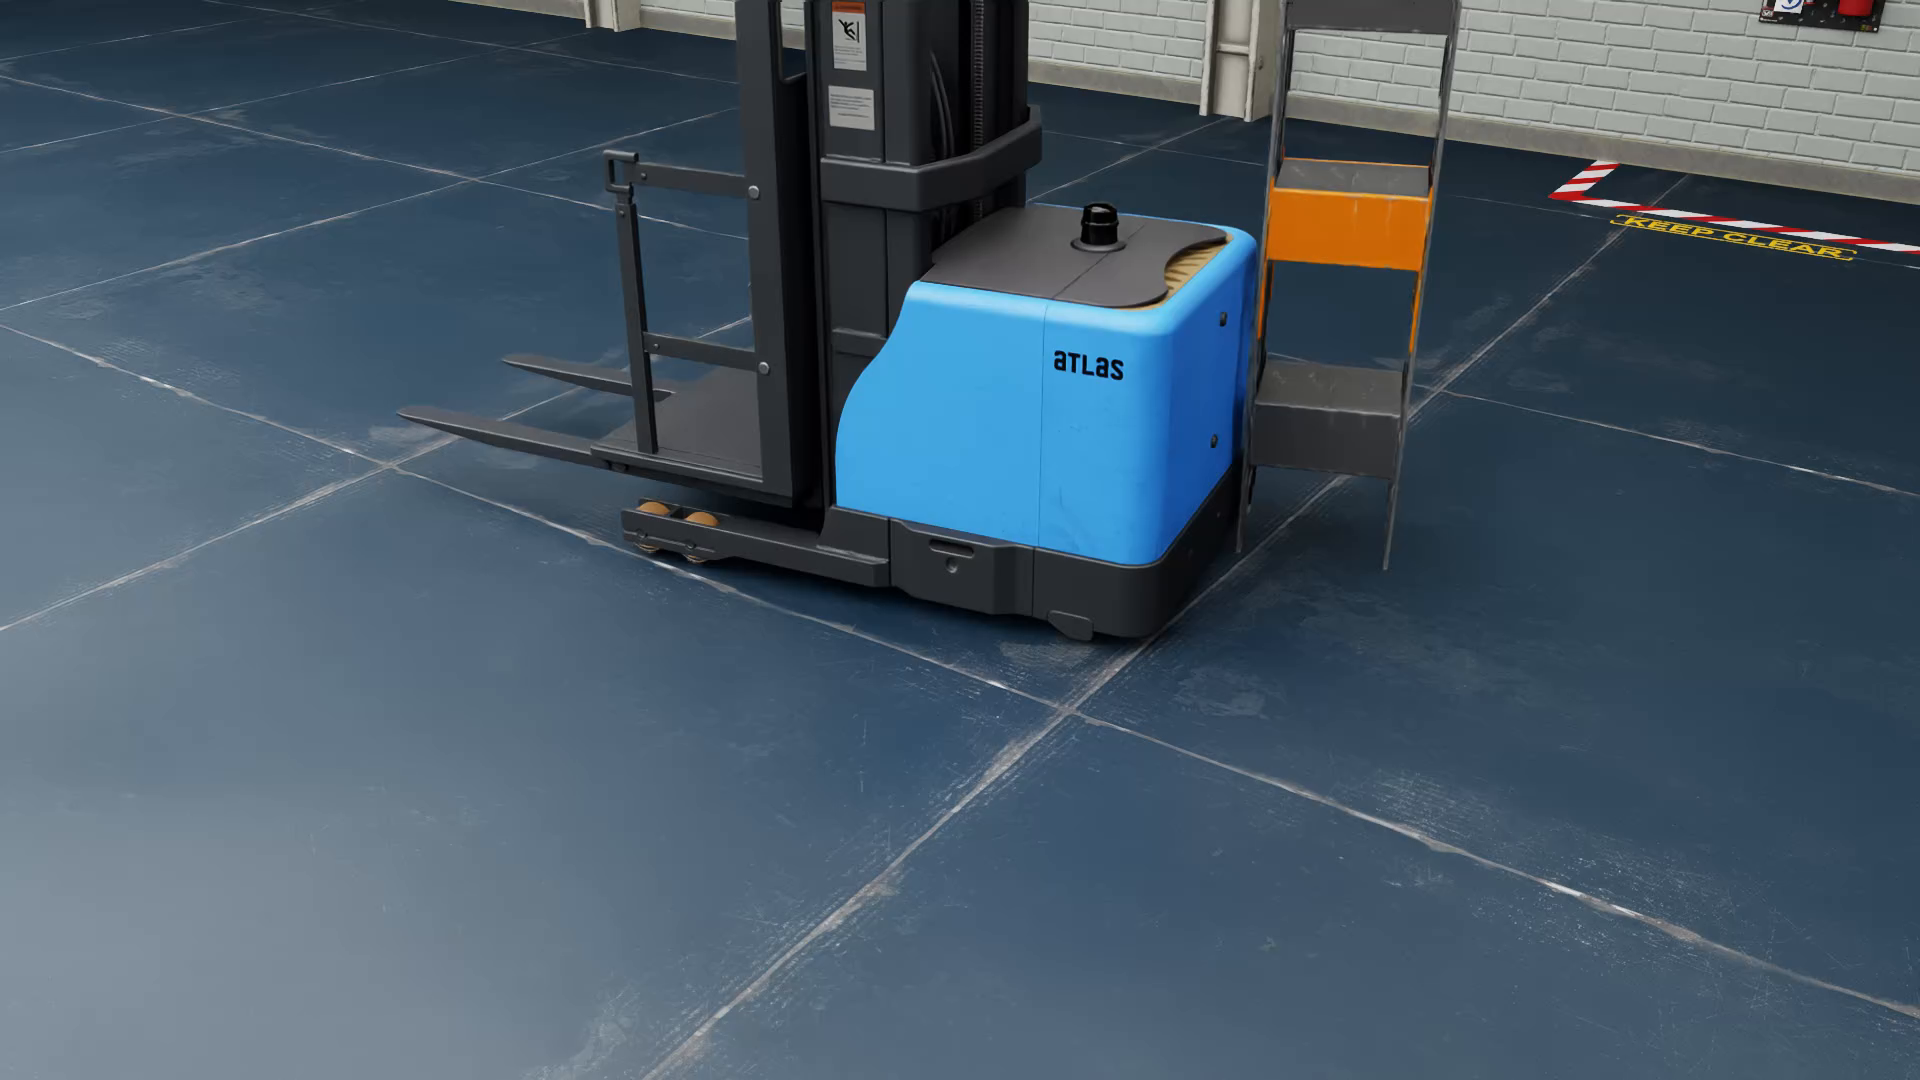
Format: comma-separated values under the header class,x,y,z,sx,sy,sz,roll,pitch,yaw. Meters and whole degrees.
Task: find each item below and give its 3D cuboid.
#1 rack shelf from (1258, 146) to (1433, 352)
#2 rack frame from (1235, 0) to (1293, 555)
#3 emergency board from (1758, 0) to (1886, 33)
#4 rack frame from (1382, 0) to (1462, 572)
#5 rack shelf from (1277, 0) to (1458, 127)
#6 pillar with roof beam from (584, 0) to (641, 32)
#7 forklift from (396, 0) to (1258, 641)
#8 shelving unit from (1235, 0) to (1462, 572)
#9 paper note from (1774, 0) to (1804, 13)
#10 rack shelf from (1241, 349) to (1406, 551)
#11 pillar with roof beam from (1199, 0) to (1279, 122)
class,x,y,z,sx,sy,sz,roll,pitch,yaw
rack shelf,1.230,-0.934,5.301,0.480,0.518,0.431,7,28,13
rack frame,0.993,-0.974,5.349,0.015,2.100,0.400,7,28,13
emergency board,4.842,-3.410,9.143,0.643,1.169,0.194,17,32,30
rack frame,1.466,-0.919,5.241,0.015,2.100,0.400,7,28,13
rack shelf,1.230,-1.558,4.983,0.480,0.518,0.431,7,28,13
pillar with roof beam,-5.472,-6.907,9.400,0.400,9.000,9.100,17,32,30
forklift,-0.590,-1.434,5.336,3.031,2.935,1.130,12,29,22
shelving unit,1.230,-0.946,5.295,0.503,2.100,0.431,7,28,13
paper note,4.735,-3.089,9.483,0.142,0.148,0.016,17,32,30
rack shelf,1.230,-0.310,5.618,0.480,0.518,0.431,7,28,13
pillar with roof beam,-0.526,-5.366,6.372,0.400,9.000,9.100,17,32,30
